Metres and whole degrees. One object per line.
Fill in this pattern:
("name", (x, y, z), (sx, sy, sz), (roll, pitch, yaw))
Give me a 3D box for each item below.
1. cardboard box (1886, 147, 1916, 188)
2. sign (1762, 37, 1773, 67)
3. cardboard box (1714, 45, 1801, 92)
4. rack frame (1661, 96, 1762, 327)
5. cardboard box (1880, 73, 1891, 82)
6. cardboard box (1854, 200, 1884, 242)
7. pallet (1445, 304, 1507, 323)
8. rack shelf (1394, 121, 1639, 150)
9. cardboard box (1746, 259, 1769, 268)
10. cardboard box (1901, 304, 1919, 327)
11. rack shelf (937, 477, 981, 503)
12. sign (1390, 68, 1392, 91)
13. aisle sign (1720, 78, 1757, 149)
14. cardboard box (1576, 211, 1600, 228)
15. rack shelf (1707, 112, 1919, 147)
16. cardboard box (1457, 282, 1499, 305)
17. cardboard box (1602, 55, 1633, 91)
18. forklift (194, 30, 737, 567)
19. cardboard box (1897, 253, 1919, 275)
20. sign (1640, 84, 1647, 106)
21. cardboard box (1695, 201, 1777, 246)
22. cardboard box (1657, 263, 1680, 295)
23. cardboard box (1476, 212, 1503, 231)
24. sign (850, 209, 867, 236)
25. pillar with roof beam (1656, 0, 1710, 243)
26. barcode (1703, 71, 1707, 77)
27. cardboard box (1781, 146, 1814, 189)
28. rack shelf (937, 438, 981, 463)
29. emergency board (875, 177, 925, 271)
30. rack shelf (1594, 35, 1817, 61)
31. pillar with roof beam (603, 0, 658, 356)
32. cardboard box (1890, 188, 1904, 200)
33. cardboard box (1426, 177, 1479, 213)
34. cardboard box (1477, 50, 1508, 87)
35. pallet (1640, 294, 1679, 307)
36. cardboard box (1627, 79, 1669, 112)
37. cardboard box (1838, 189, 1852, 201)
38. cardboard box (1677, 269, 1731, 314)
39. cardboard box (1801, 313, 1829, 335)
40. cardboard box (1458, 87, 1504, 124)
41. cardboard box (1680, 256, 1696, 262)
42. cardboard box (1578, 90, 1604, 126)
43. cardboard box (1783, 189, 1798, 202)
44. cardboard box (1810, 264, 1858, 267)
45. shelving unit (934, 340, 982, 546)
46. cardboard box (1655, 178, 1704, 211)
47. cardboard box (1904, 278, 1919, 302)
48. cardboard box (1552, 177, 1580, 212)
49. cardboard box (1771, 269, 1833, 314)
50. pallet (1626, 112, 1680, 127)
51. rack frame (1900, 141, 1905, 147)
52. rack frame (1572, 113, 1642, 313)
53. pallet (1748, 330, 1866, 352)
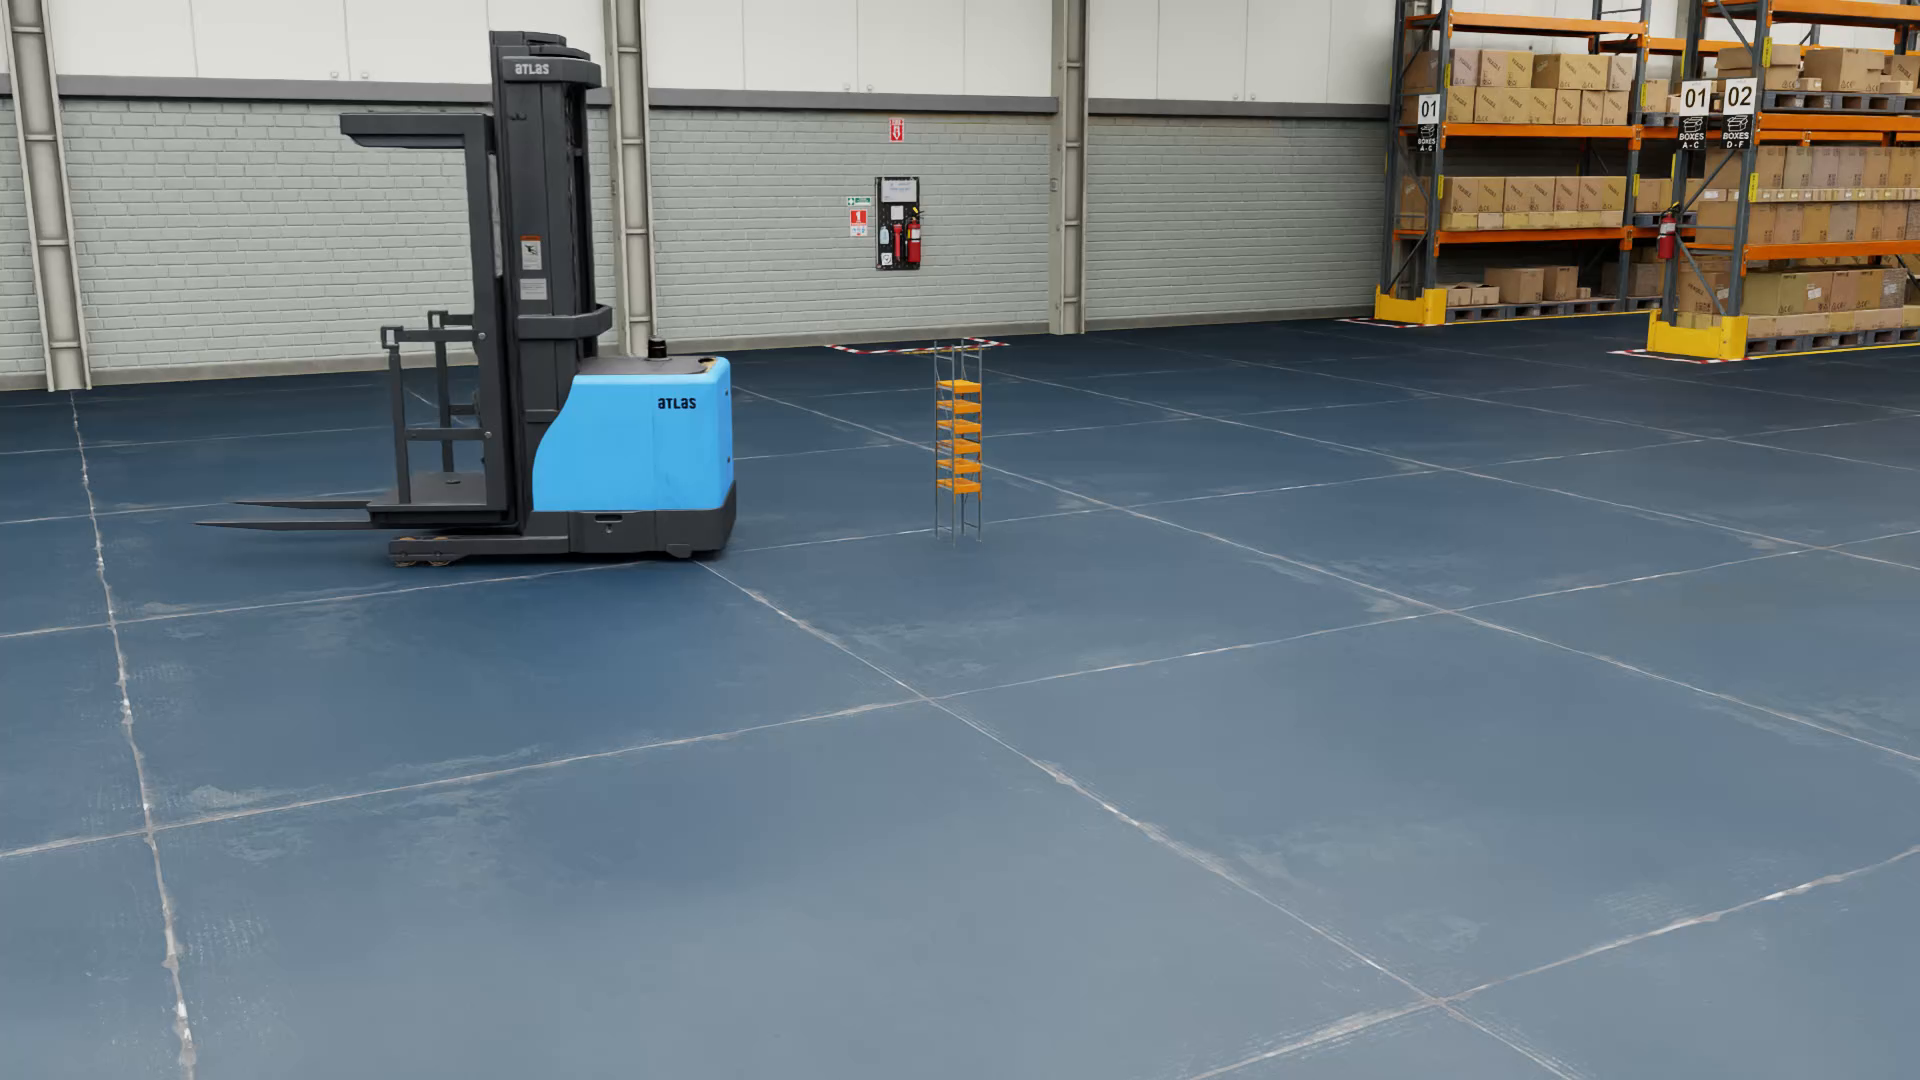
("cardboard box", (11.569, -4.710, 21.024), (0.500, 0.500, 0.700), (-7, 14, -28))
("sign", (9.148, -5.530, 18.846), (0.005, 0.325, 0.100), (-7, 14, -28))
("cardboard box", (9.394, -5.556, 19.621), (0.637, 0.503, 0.797), (-6, 14, -24))
("rack frame", (8.887, -3.709, 19.758), (0.127, 3.000, 1.000), (-7, 14, -28))
("cardboard box", (11.356, -5.764, 20.985), (0.500, 0.311, 0.500), (-8, 15, -31))
("cardboard box", (11.110, -4.022, 20.921), (0.500, 0.500, 0.700), (-7, 14, -27))
("pallet", (7.307, -3.389, 24.689), (1.213, 0.211, 1.003), (-7, 14, -28))
("rack shelf", (8.266, -5.986, 24.683), (4.000, 0.370, 1.077), (-7, 14, -28))
("cardboard box", (12.925, -4.414, 27.583), (0.500, 0.500, 0.700), (-7, 14, -27))
("cardboard box", (12.096, -2.902, 21.480), (0.500, 0.250, 0.500), (-7, 14, -28))
("rack shelf", (-0.013, -0.306, 10.033), (0.180, 0.103, 0.258), (-7, 14, -28))
("sign", (6.262, -6.668, 24.056), (0.005, 0.325, 0.100), (-7, 14, -28))
("aisle sign", (8.976, -4.911, 19.180), (0.004, 0.787, 0.394), (-7, 14, -28))
("cardboard box", (9.310, -4.862, 25.175), (0.500, 0.250, 0.500), (-7, 14, -28))
("rack shelf", (10.643, -5.032, 20.443), (4.000, 0.370, 1.077), (-7, 14, -28))
("cardboard box", (7.661, -3.682, 24.758), (0.500, 0.311, 0.500), (-6, 14, -23))
("cardboard box", (9.712, -6.989, 24.949), (0.500, 0.500, 0.500), (-8, 15, -33))
("forklift", (-2.894, -1.398, 9.645), (3.031, 2.935, 1.130), (-1, 13, -3))
("cardboard box", (16.535, -4.988, 29.382), (0.750, 0.750, 0.750), (-7, 14, -27))
("sign", (10.288, -6.696, 25.021), (0.005, 0.325, 0.100), (-7, 14, -28))
("cardboard box", (9.303, -3.804, 19.954), (0.500, 0.500, 0.700), (-7, 14, -28))
("cardboard box", (11.089, -4.224, 26.737), (0.500, 0.500, 0.700), (-7, 15, -29))
("cardboard box", (7.540, -4.647, 24.224), (0.500, 0.250, 0.500), (-7, 15, -30))
("sign", (-1.278, -3.999, 20.965), (0.234, 0.329, 0.001), (-7, 14, -28))
("pillar with roof beam", (14.039, -7.632, 23.526), (0.400, 9.000, 9.100), (-7, 14, -28))
("barcode", (8.921, -5.580, 19.919), (0.075, 0.075, 0.001), (-7, 14, -28))
("cardboard box", (9.809, -4.499, 20.087), (0.500, 0.500, 0.700), (-7, 15, -29))
("rack shelf", (-0.013, -0.540, 9.980), (0.180, 0.103, 0.258), (-7, 14, -28))
("emergency board", (-0.743, -4.020, 21.139), (0.643, 1.169, 0.194), (-7, 14, -28))
("rack shelf", (11.777, -7.675, 26.267), (4.000, 0.370, 1.077), (-7, 14, -28))
("pillar with roof beam", (-1.760, -5.738, 15.112), (0.400, 9.000, 9.100), (-7, 14, -28))
("cardboard box", (11.585, -4.344, 20.873), (0.250, 0.149, 0.380), (-7, 14, -28))
("cardboard box", (7.073, -4.958, 23.896), (0.500, 0.500, 0.500), (-7, 14, -28))
("cardboard box", (7.429, -6.710, 23.709), (0.500, 0.500, 0.500), (-7, 14, -29))
("pallet", (11.776, -3.935, 27.114), (1.213, 0.211, 1.003), (-7, 14, -28))
("cardboard box", (10.540, -6.843, 25.669), (0.500, 0.500, 0.500), (-5, 13, -20))
("cardboard box", (10.684, -4.236, 20.393), (0.250, 0.149, 0.380), (-7, 14, -27))
("cardboard box", (9.215, -3.052, 20.437), (0.500, 0.500, 0.500), (-7, 14, -28))
("cardboard box", (10.341, -2.692, 20.544), (0.500, 0.250, 0.500), (-7, 14, -28))
("cardboard box", (7.412, -6.222, 23.818), (0.500, 0.500, 0.500), (-6, 14, -24))
("cardboard box", (11.499, -4.628, 26.825), (0.500, 0.250, 0.500), (-7, 15, -29))
("cardboard box", (9.247, -6.454, 24.852), (0.500, 0.500, 0.500), (-8, 15, -33))
("cardboard box", (9.785, -4.128, 19.916), (0.250, 0.149, 0.380), (-7, 14, -28))
("cardboard box", (11.406, -3.317, 21.612), (0.500, 0.500, 0.500), (-7, 14, -28))
("shelving unit", (-0.013, -0.584, 9.971), (0.189, 1.200, 0.258), (-7, 14, -28))
("cardboard box", (11.541, -5.527, 26.607), (0.500, 0.500, 0.700), (-5, 14, -20))
("cardboard box", (12.616, -3.365, 22.257), (0.500, 0.311, 0.500), (-7, 14, -28))
("cardboard box", (8.872, -5.173, 24.850), (0.500, 0.500, 0.500), (-7, 15, -29))
("cardboard box", (10.335, -3.060, 20.472), (0.500, 0.500, 0.500), (-7, 14, -28))
("pallet", (10.614, -6.500, 25.757), (1.003, 0.211, 1.213), (-7, 14, -28))
("rack frame", (17.043, -5.926, 29.608), (0.127, 3.000, 1.000), (-7, 14, -28))
("rack frame", (10.021, -5.084, 25.868), (0.127, 3.000, 1.000), (-7, 14, -28))
("pallet", (10.608, -2.565, 21.024), (1.213, 0.211, 1.003), (-7, 14, -28))
